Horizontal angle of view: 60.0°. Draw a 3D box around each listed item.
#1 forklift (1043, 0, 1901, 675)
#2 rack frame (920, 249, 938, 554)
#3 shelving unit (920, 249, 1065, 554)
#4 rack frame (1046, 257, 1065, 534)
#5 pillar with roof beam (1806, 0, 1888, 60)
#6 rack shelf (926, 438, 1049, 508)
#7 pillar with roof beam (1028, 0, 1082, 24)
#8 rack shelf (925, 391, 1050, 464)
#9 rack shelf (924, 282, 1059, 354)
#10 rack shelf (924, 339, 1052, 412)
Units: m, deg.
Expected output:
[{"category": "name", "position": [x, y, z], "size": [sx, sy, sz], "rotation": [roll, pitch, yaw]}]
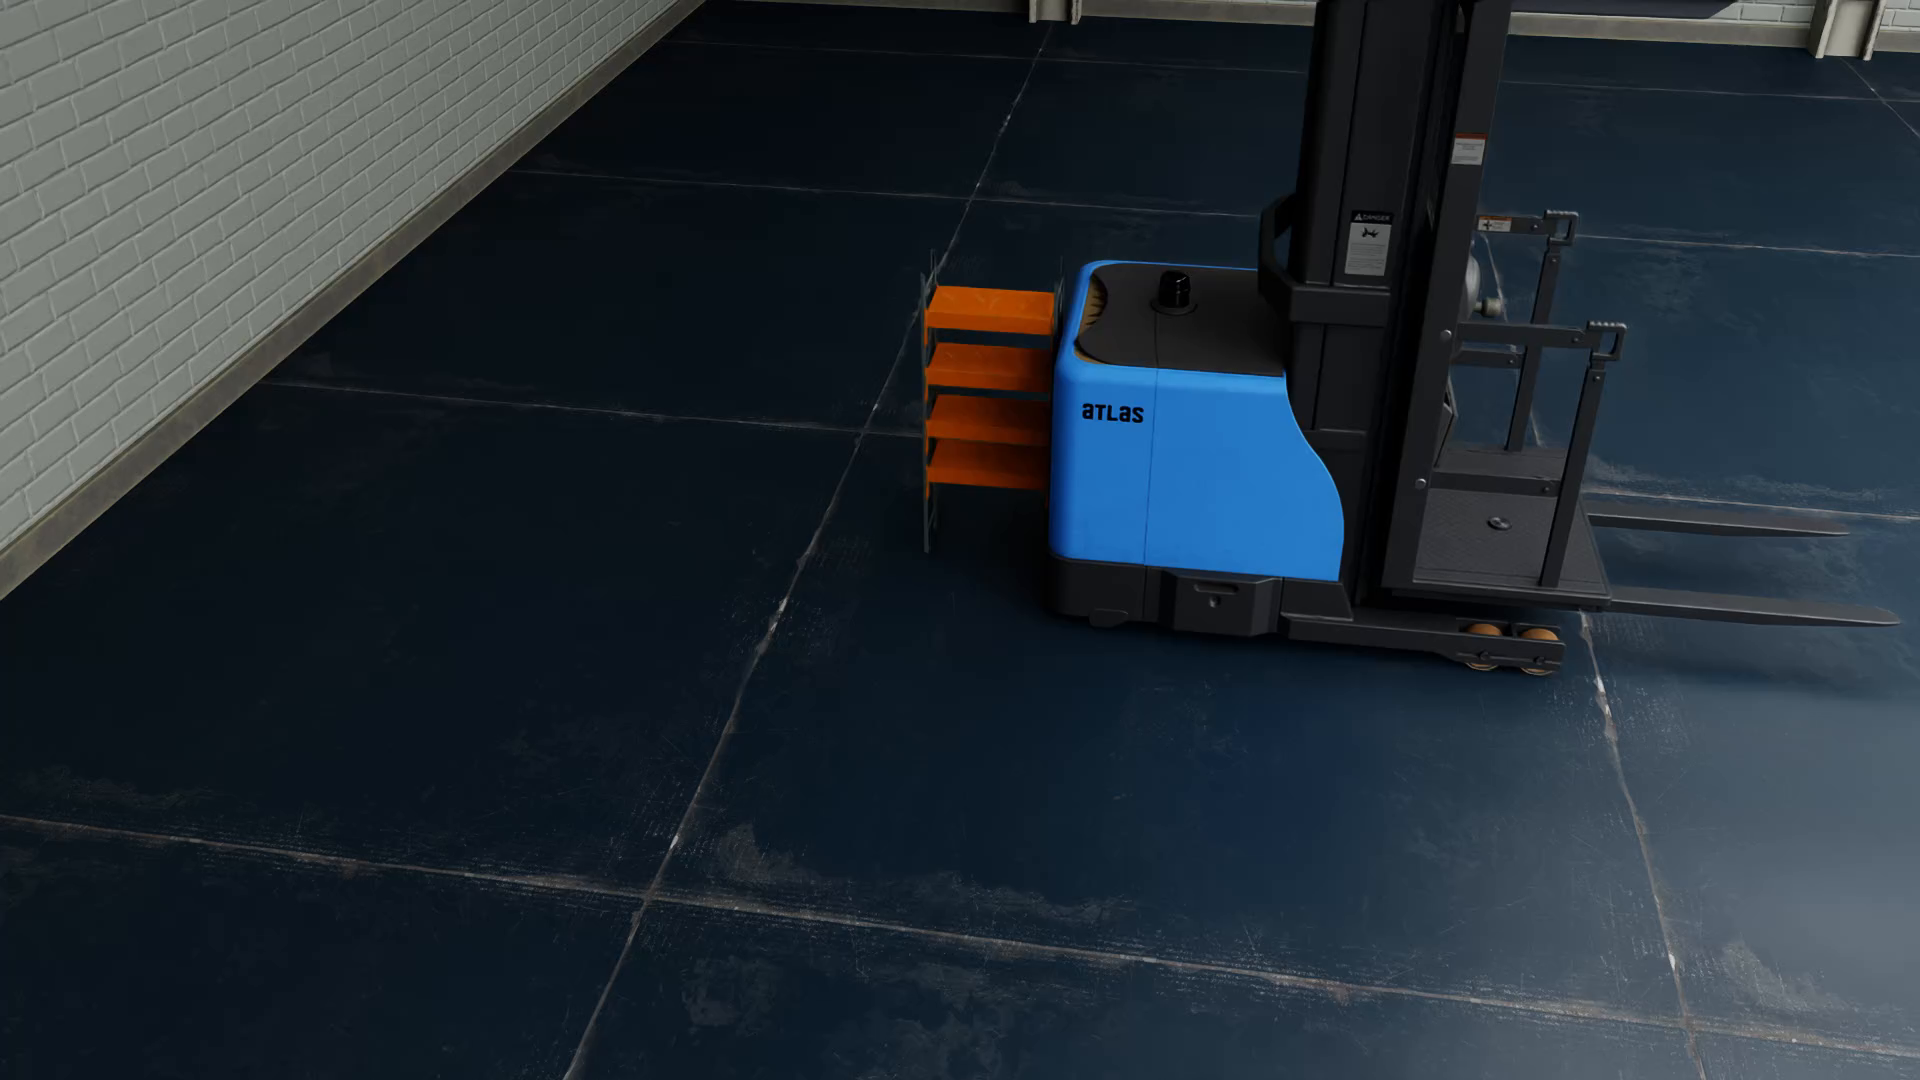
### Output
[{"category": "forklift", "position": [1.875, -1.061, 5.682], "size": [3.031, 2.935, 1.130], "rotation": [5, 32, 8]}, {"category": "rack frame", "position": [-0.118, -0.516, 6.444], "size": [0.015, 1.200, 0.240], "rotation": [5, 32, 8]}, {"category": "shelving unit", "position": [0.123, -0.496, 6.412], "size": [0.503, 1.200, 0.258], "rotation": [5, 32, 8]}, {"category": "rack frame", "position": [0.364, -0.476, 6.379], "size": [0.015, 1.200, 0.240], "rotation": [5, 32, 8]}, {"category": "pillar with roof beam", "position": [5.964, -5.274, 6.694], "size": [0.400, 9.000, 9.100], "rotation": [5, 32, 8]}, {"category": "rack shelf", "position": [0.123, -0.271, 6.553], "size": [0.480, 0.148, 0.258], "rotation": [5, 32, 8]}, {"category": "pillar with roof beam", "position": [0.050, -5.809, 7.549], "size": [0.400, 9.000, 9.100], "rotation": [5, 32, 8]}, {"category": "rack shelf", "position": [0.123, -0.439, 6.447], "size": [0.480, 0.148, 0.258], "rotation": [5, 32, 8]}, {"category": "rack shelf", "position": [0.123, -0.829, 6.203], "size": [0.480, 0.148, 0.258], "rotation": [5, 32, 8]}, {"category": "rack shelf", "position": [0.123, -0.629, 6.329], "size": [0.480, 0.148, 0.258], "rotation": [5, 32, 8]}]
